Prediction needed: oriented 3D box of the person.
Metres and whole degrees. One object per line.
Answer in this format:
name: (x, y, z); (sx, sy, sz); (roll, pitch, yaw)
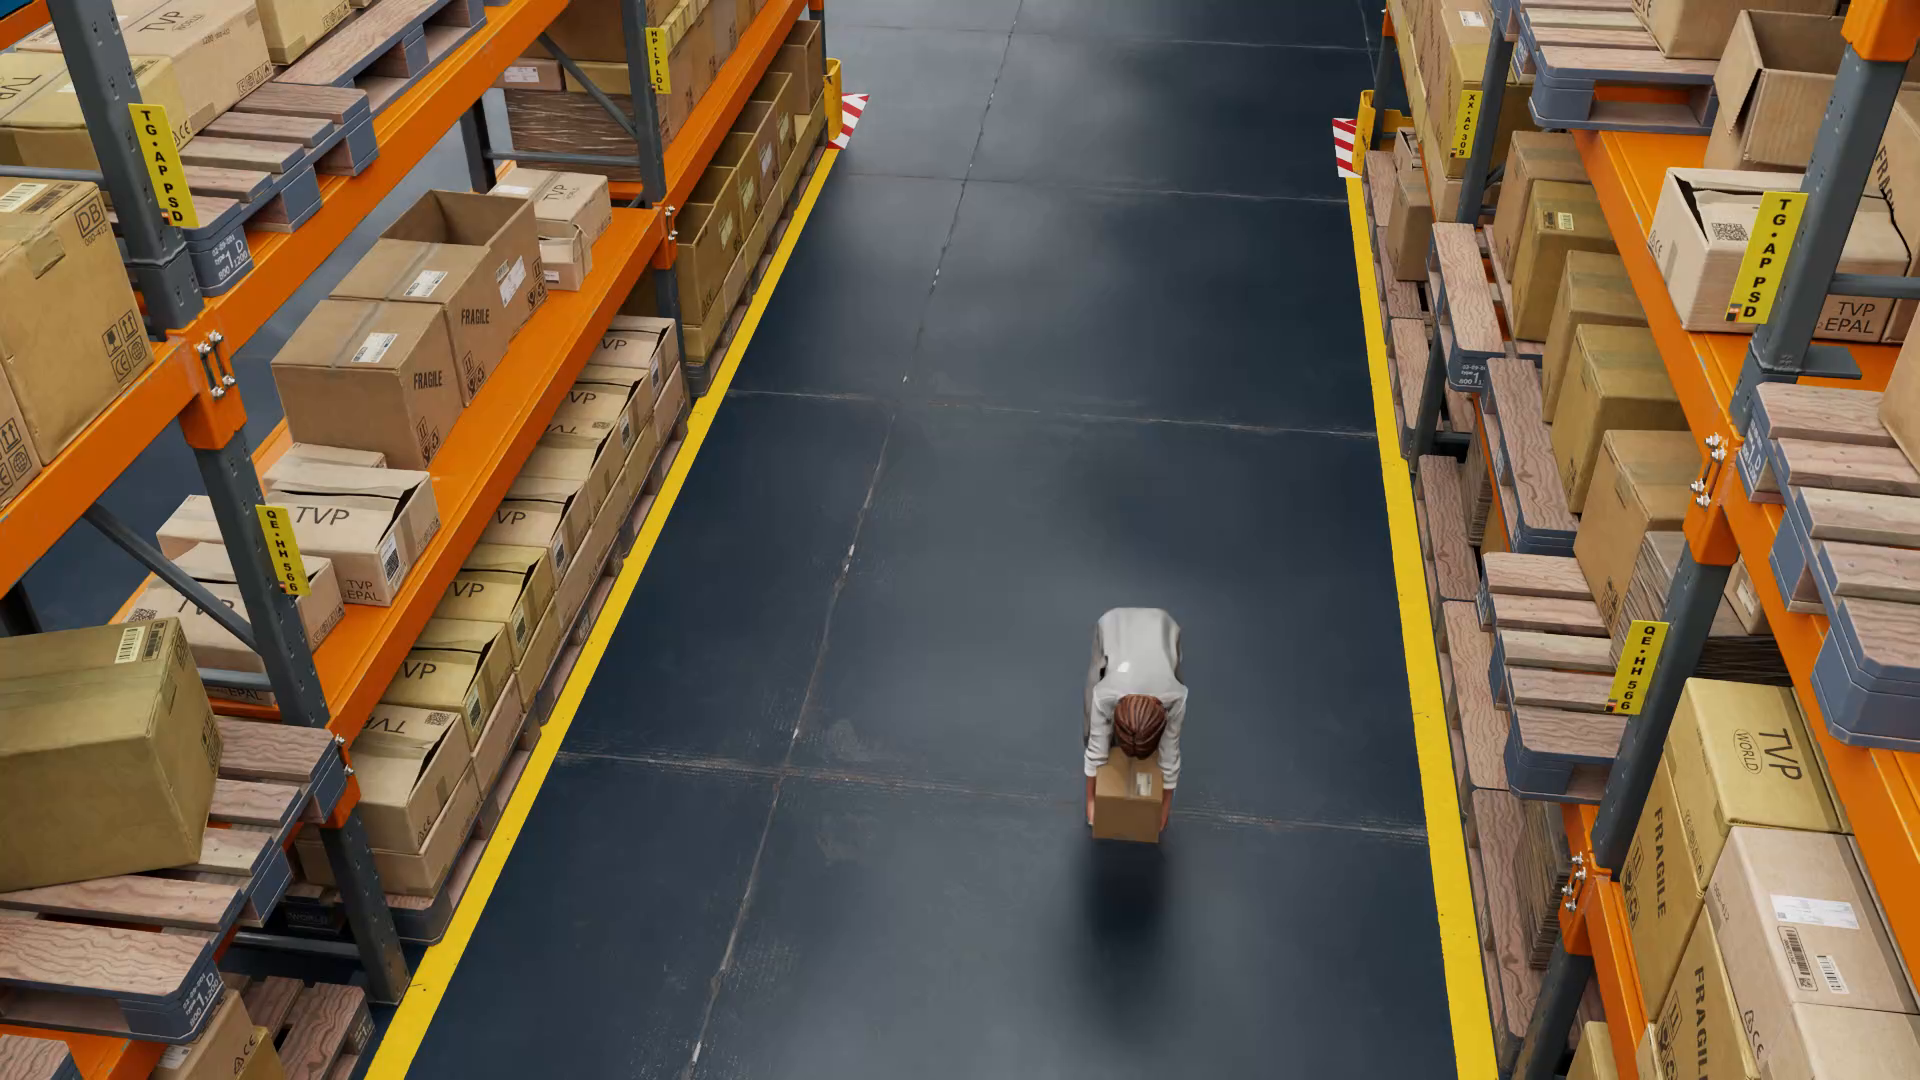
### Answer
person: (0.660, 0.809, 6.416); (0.386, 1.051, 0.864); (3, 37, 4)
